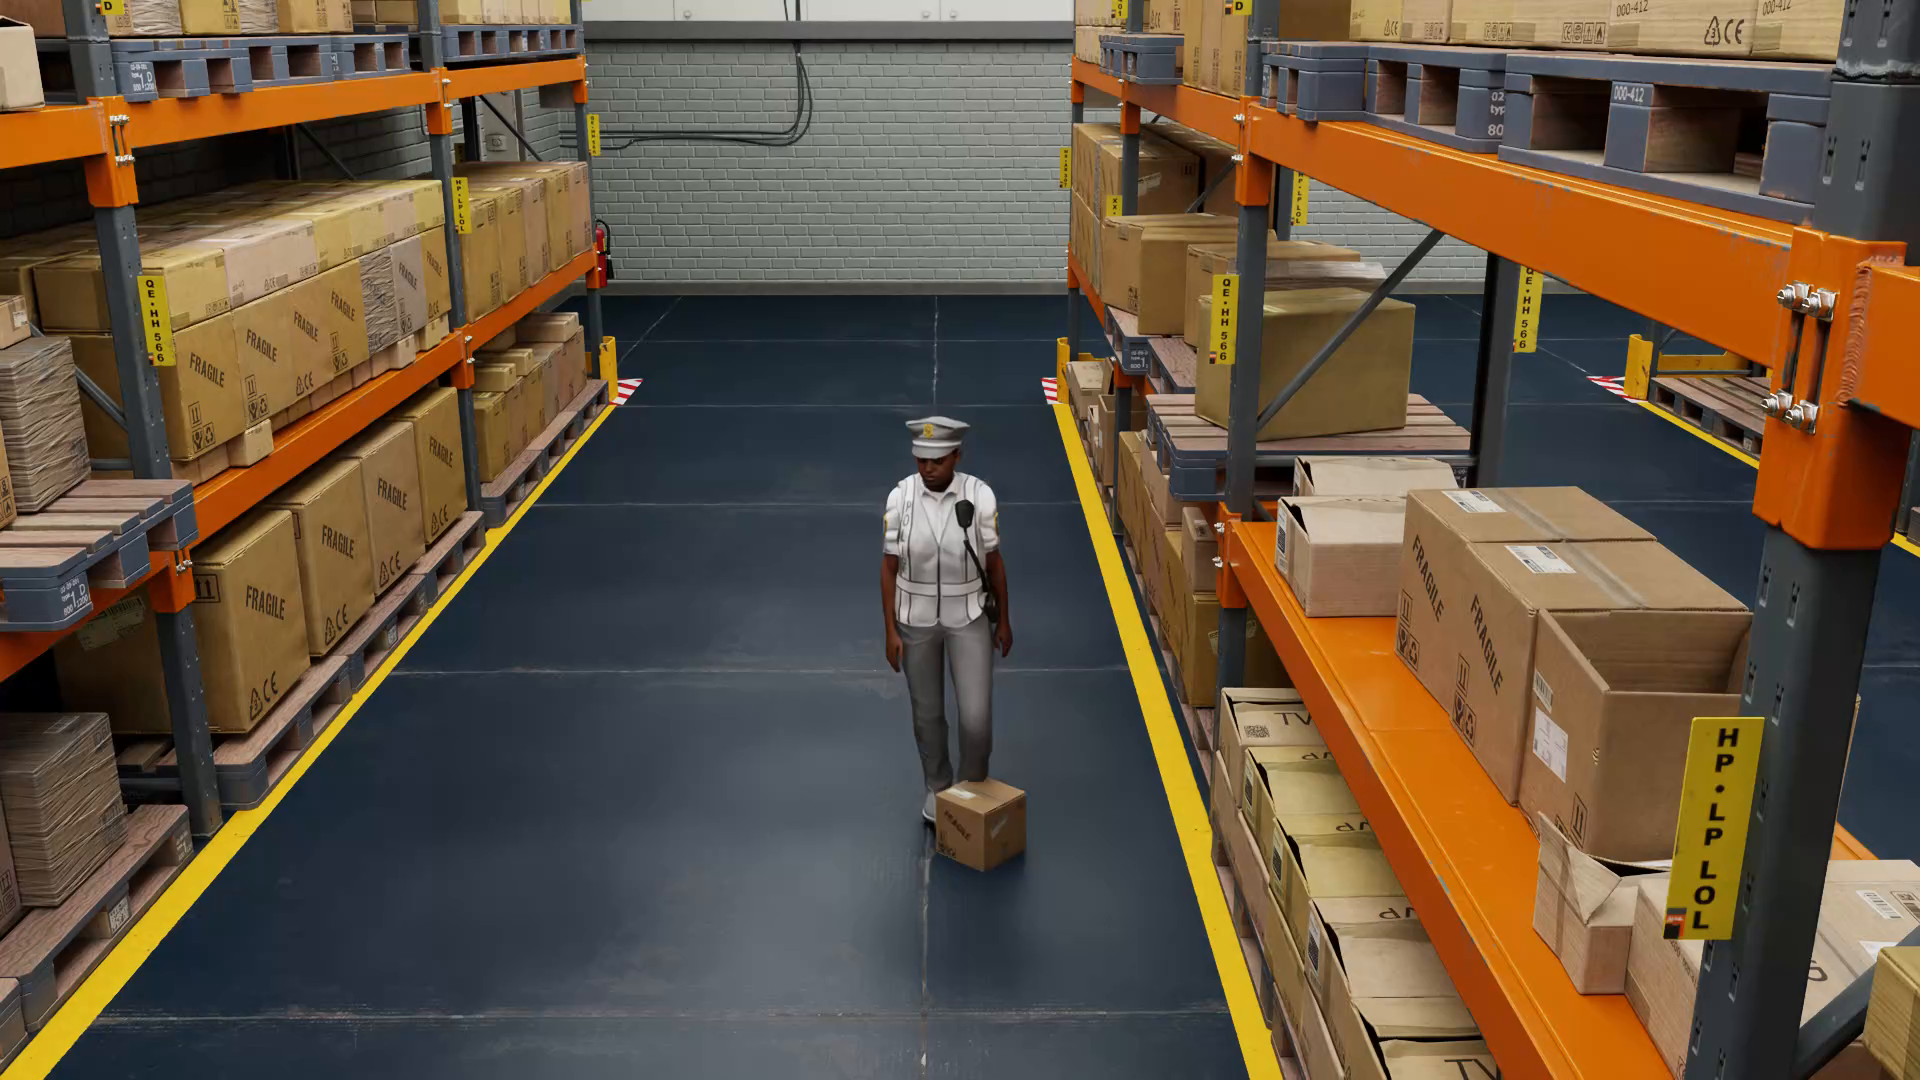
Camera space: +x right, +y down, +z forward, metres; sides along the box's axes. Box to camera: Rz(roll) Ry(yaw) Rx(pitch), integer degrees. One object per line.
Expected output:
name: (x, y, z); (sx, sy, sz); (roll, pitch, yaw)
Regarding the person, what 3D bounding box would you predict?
person: (-0.056, 0.353, 6.392); (0.497, 1.705, 0.481); (2, 17, 6)
